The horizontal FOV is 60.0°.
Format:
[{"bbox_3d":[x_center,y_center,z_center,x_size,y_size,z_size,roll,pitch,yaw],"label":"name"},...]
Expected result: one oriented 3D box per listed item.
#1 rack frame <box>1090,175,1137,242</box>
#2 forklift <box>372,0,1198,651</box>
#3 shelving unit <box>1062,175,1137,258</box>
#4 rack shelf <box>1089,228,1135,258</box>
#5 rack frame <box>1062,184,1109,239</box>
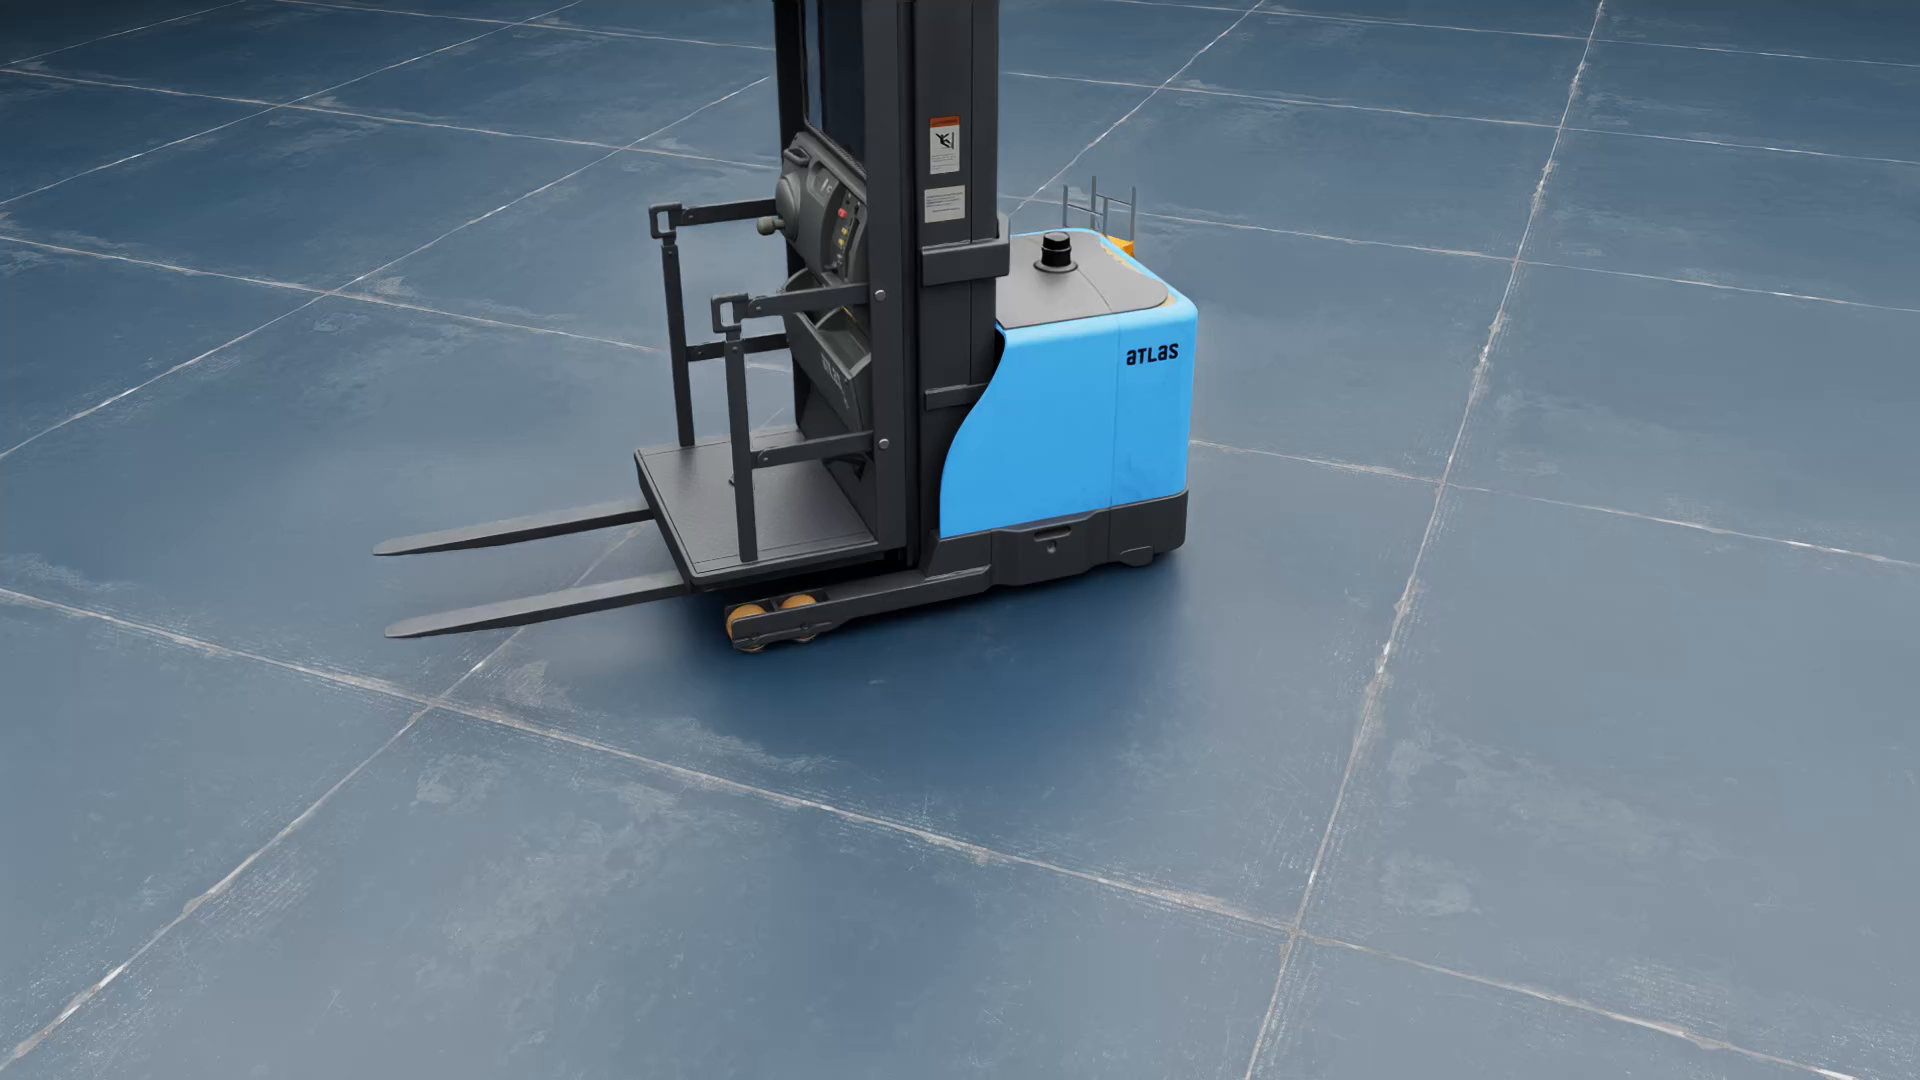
[{"bbox_3d":[0.648,-0.983,7.270,0.240,1.200,0.006,26,38,38],"label":"rack frame"},{"bbox_3d":[-0.676,-1.166,5.834,3.031,2.935,1.130,-11,31,-18],"label":"forklift"},{"bbox_3d":[0.583,-0.951,7.213,0.258,1.200,0.189,26,38,38],"label":"shelving unit"},{"bbox_3d":[0.583,-1.226,7.058,0.258,0.103,0.180,26,38,38],"label":"rack shelf"},{"bbox_3d":[0.519,-0.919,7.156,0.240,1.200,0.006,26,38,38],"label":"rack frame"}]
